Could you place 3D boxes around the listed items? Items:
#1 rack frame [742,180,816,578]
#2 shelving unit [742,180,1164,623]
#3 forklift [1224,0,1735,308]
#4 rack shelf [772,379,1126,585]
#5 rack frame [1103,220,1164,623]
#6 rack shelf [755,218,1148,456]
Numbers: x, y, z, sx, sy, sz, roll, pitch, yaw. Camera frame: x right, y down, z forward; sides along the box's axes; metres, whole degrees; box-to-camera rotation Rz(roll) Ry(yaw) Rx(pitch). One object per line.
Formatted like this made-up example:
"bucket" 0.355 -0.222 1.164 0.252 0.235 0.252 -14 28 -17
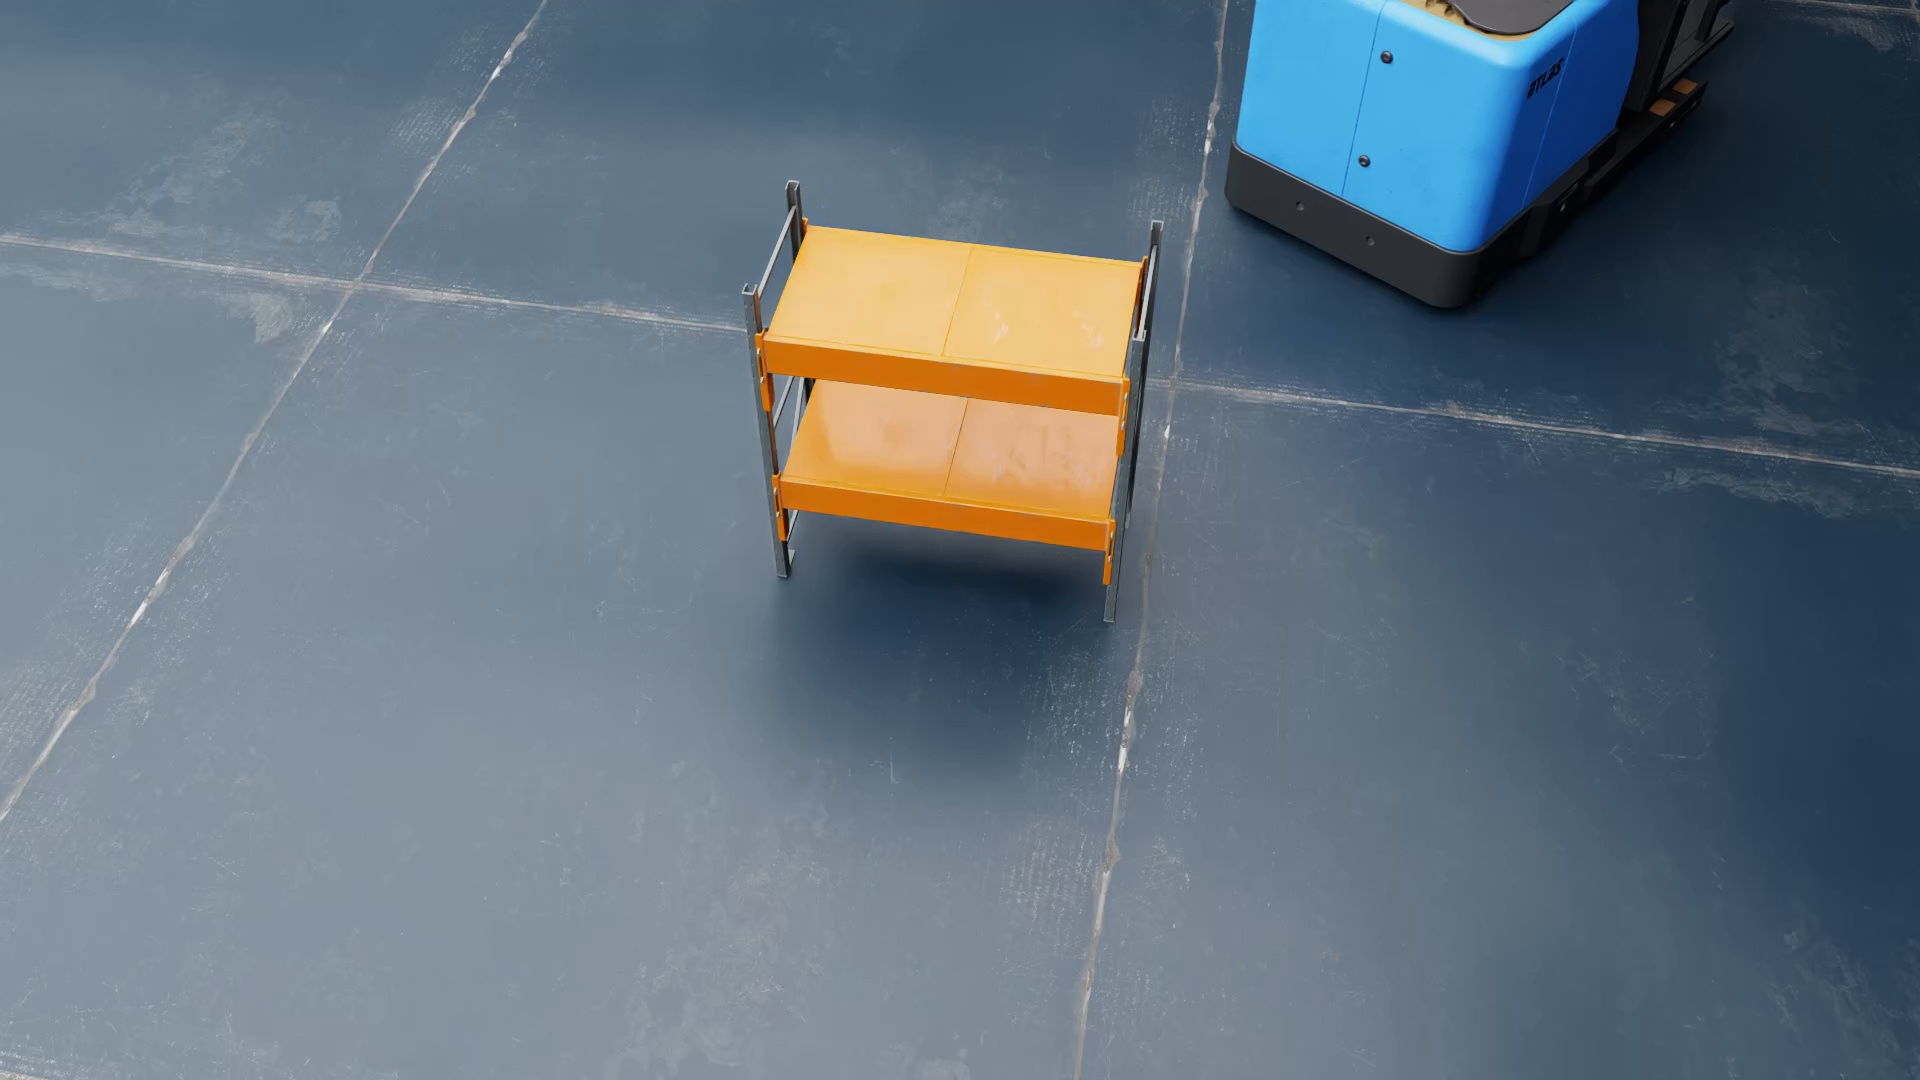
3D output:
"rack frame" -0.507 -0.444 4.893 0.032 1.125 0.500 8 49 7
"shelving unit" -0.007 -0.377 4.832 1.048 1.125 0.538 8 49 7
"forklift" 2.373 -2.813 5.808 1.130 2.935 3.031 34 56 27
"rack shelf" -0.007 -0.213 5.014 1.000 0.278 0.538 8 49 7
"rack frame" 0.494 -0.310 4.772 0.032 1.125 0.500 8 49 7
"rack shelf" -0.007 -0.572 4.615 1.000 0.278 0.538 8 49 7
